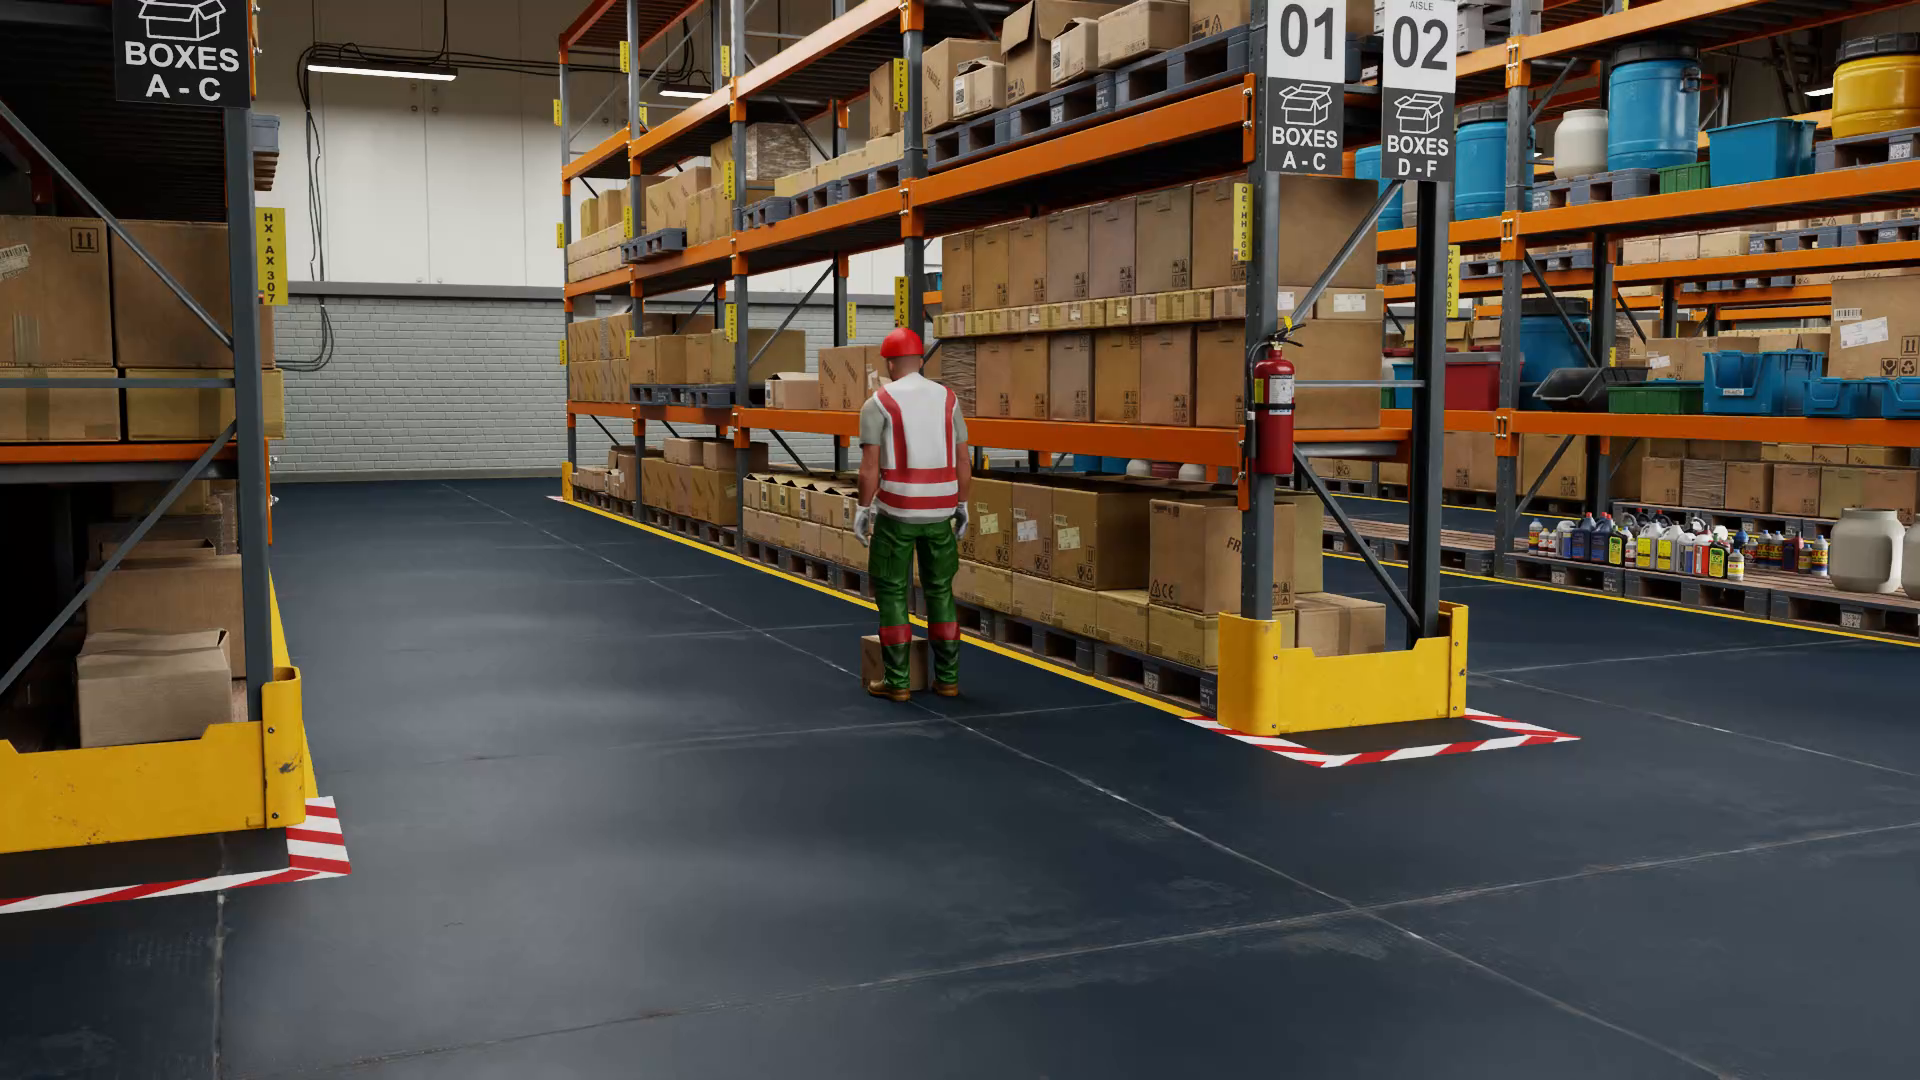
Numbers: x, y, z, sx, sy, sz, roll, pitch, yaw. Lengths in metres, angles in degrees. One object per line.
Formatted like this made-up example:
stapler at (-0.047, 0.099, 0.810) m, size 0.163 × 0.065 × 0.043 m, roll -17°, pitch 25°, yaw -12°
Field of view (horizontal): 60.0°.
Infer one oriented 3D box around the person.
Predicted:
person at (-0.229, -0.127, 8.005) m, size 0.603 × 1.775 × 0.451 m, roll -2°, pitch 6°, yaw -25°
